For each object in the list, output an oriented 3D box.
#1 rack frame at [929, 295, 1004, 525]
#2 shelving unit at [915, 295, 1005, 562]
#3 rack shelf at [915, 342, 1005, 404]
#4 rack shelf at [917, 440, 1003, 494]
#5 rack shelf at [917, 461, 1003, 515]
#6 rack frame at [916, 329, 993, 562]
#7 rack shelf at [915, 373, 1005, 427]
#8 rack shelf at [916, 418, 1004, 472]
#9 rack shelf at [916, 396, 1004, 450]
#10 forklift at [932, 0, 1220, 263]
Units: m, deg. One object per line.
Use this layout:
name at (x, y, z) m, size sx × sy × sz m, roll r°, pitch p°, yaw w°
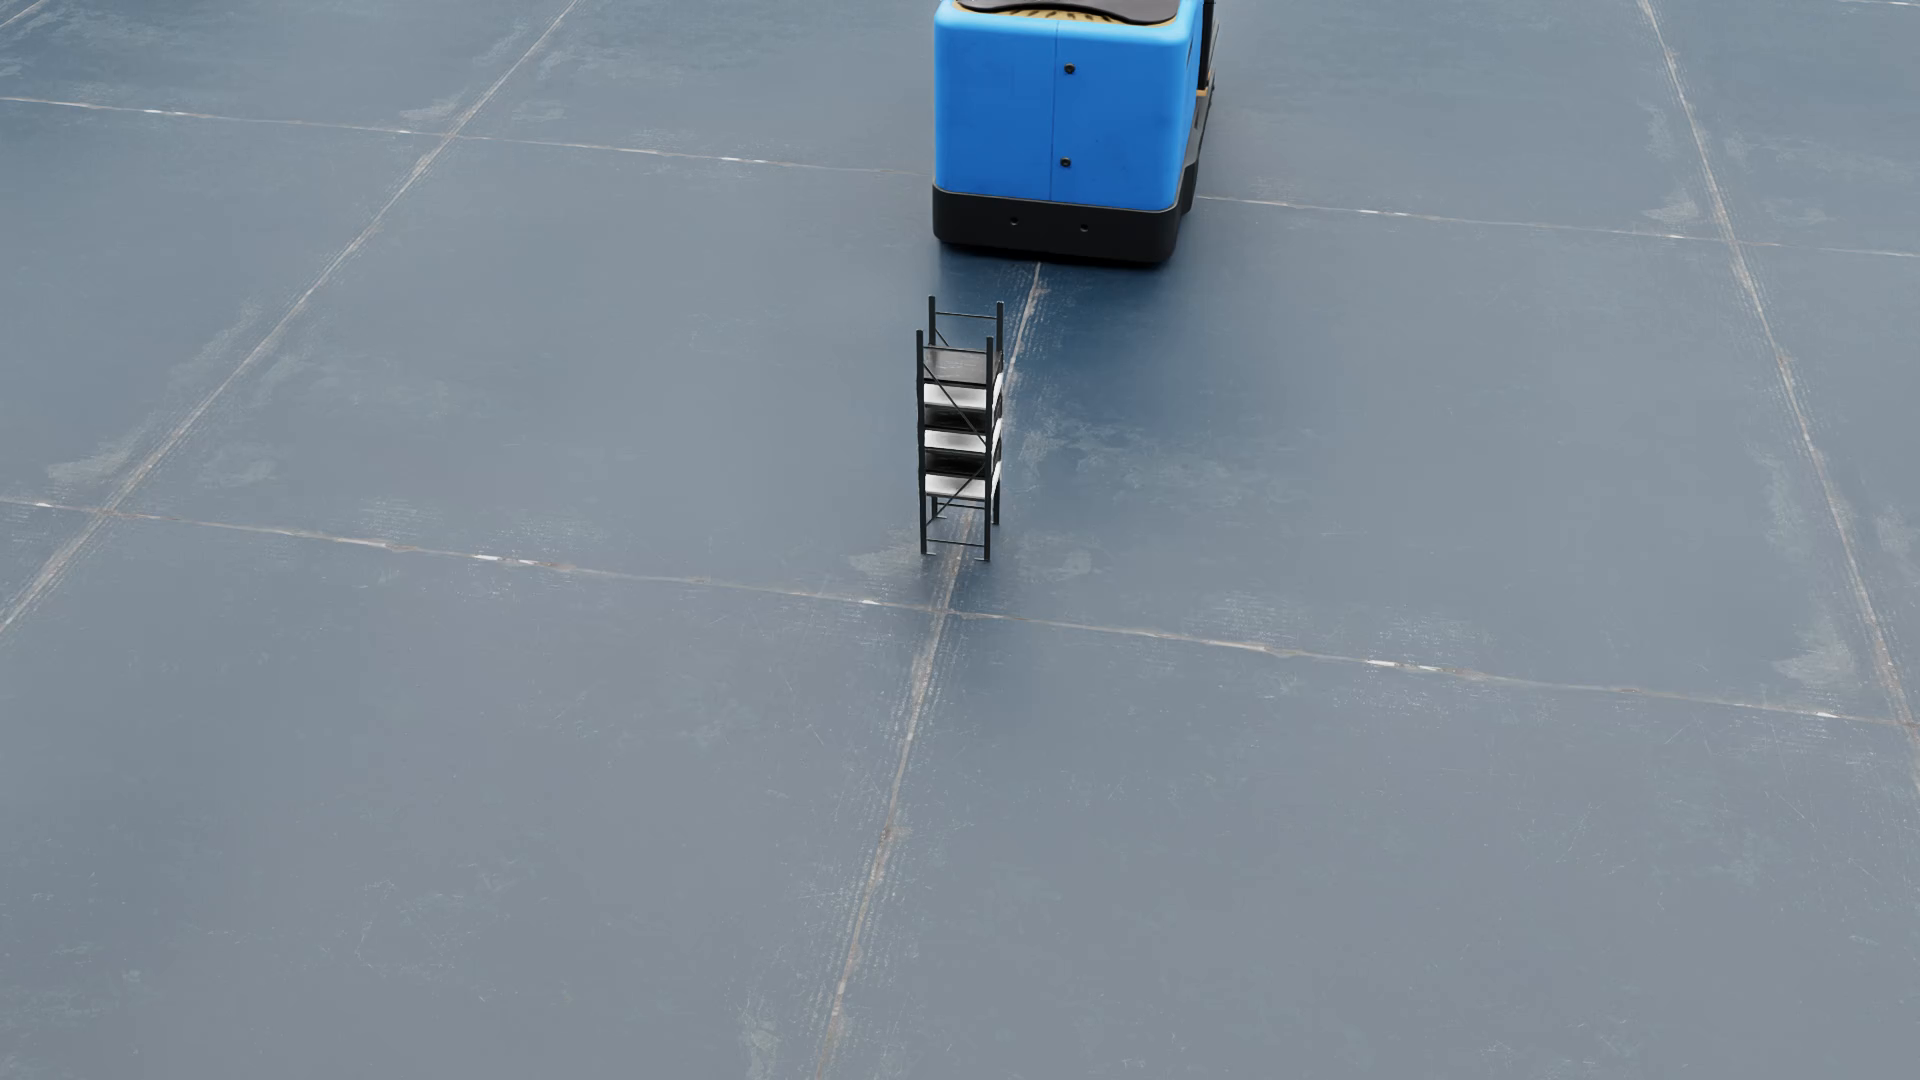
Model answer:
rack frame at (0.019, -0.416, 5.547) m, size 0.240 × 0.900 × 0.006 m, roll 6°, pitch 40°, yaw 8°
shelving unit at (0.001, -0.352, 5.469) m, size 0.258 × 0.900 × 0.210 m, roll 6°, pitch 40°, yaw 8°
rack shelf at (0.001, -0.534, 5.319) m, size 0.258 × 0.077 × 0.200 m, roll 6°, pitch 40°, yaw 8°
rack shelf at (0.001, -0.257, 5.548) m, size 0.258 × 0.077 × 0.200 m, roll 6°, pitch 40°, yaw 8°
rack shelf at (0.001, -0.187, 5.605) m, size 0.258 × 0.077 × 0.200 m, roll 6°, pitch 40°, yaw 8°
rack frame at (-0.016, -0.288, 5.392) m, size 0.240 × 0.900 × 0.006 m, roll 6°, pitch 40°, yaw 8°
rack shelf at (0.001, -0.465, 5.376) m, size 0.258 × 0.077 × 0.200 m, roll 6°, pitch 40°, yaw 8°
rack shelf at (0.001, -0.326, 5.491) m, size 0.258 × 0.077 × 0.200 m, roll 6°, pitch 40°, yaw 8°
rack shelf at (0.001, -0.396, 5.433) m, size 0.258 × 0.077 × 0.200 m, roll 6°, pitch 40°, yaw 8°
forklift at (0.679, -3.251, 7.381) m, size 1.130 × 2.935 × 3.031 m, roll 7°, pitch 40°, yaw 9°
